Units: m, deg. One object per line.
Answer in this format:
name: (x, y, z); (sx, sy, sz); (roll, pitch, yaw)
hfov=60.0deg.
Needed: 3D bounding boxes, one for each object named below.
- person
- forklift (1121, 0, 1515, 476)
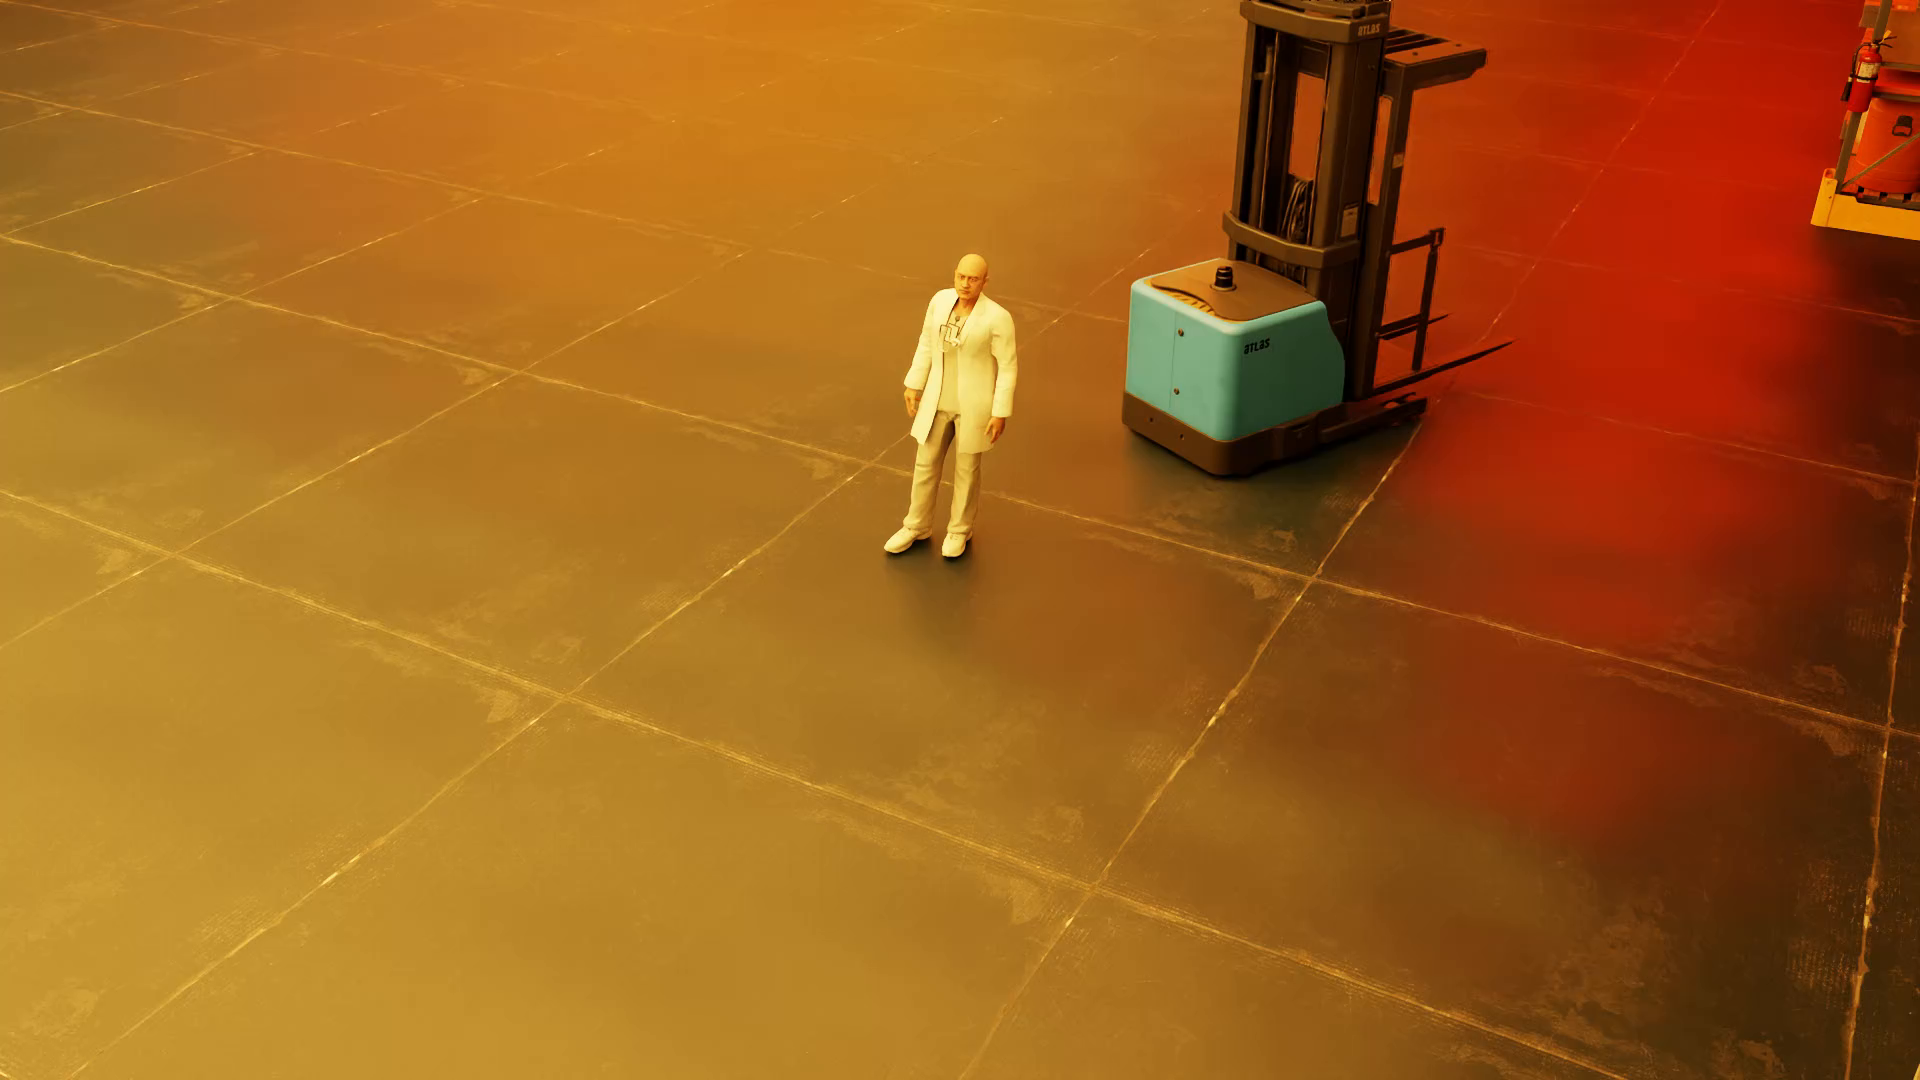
person: (-0.048, -0.738, 9.488); (0.694, 1.775, 0.581); (15, 33, 25)
forklift: (2.597, -2.241, 10.954); (3.031, 2.935, 1.130); (-19, 35, -29)
